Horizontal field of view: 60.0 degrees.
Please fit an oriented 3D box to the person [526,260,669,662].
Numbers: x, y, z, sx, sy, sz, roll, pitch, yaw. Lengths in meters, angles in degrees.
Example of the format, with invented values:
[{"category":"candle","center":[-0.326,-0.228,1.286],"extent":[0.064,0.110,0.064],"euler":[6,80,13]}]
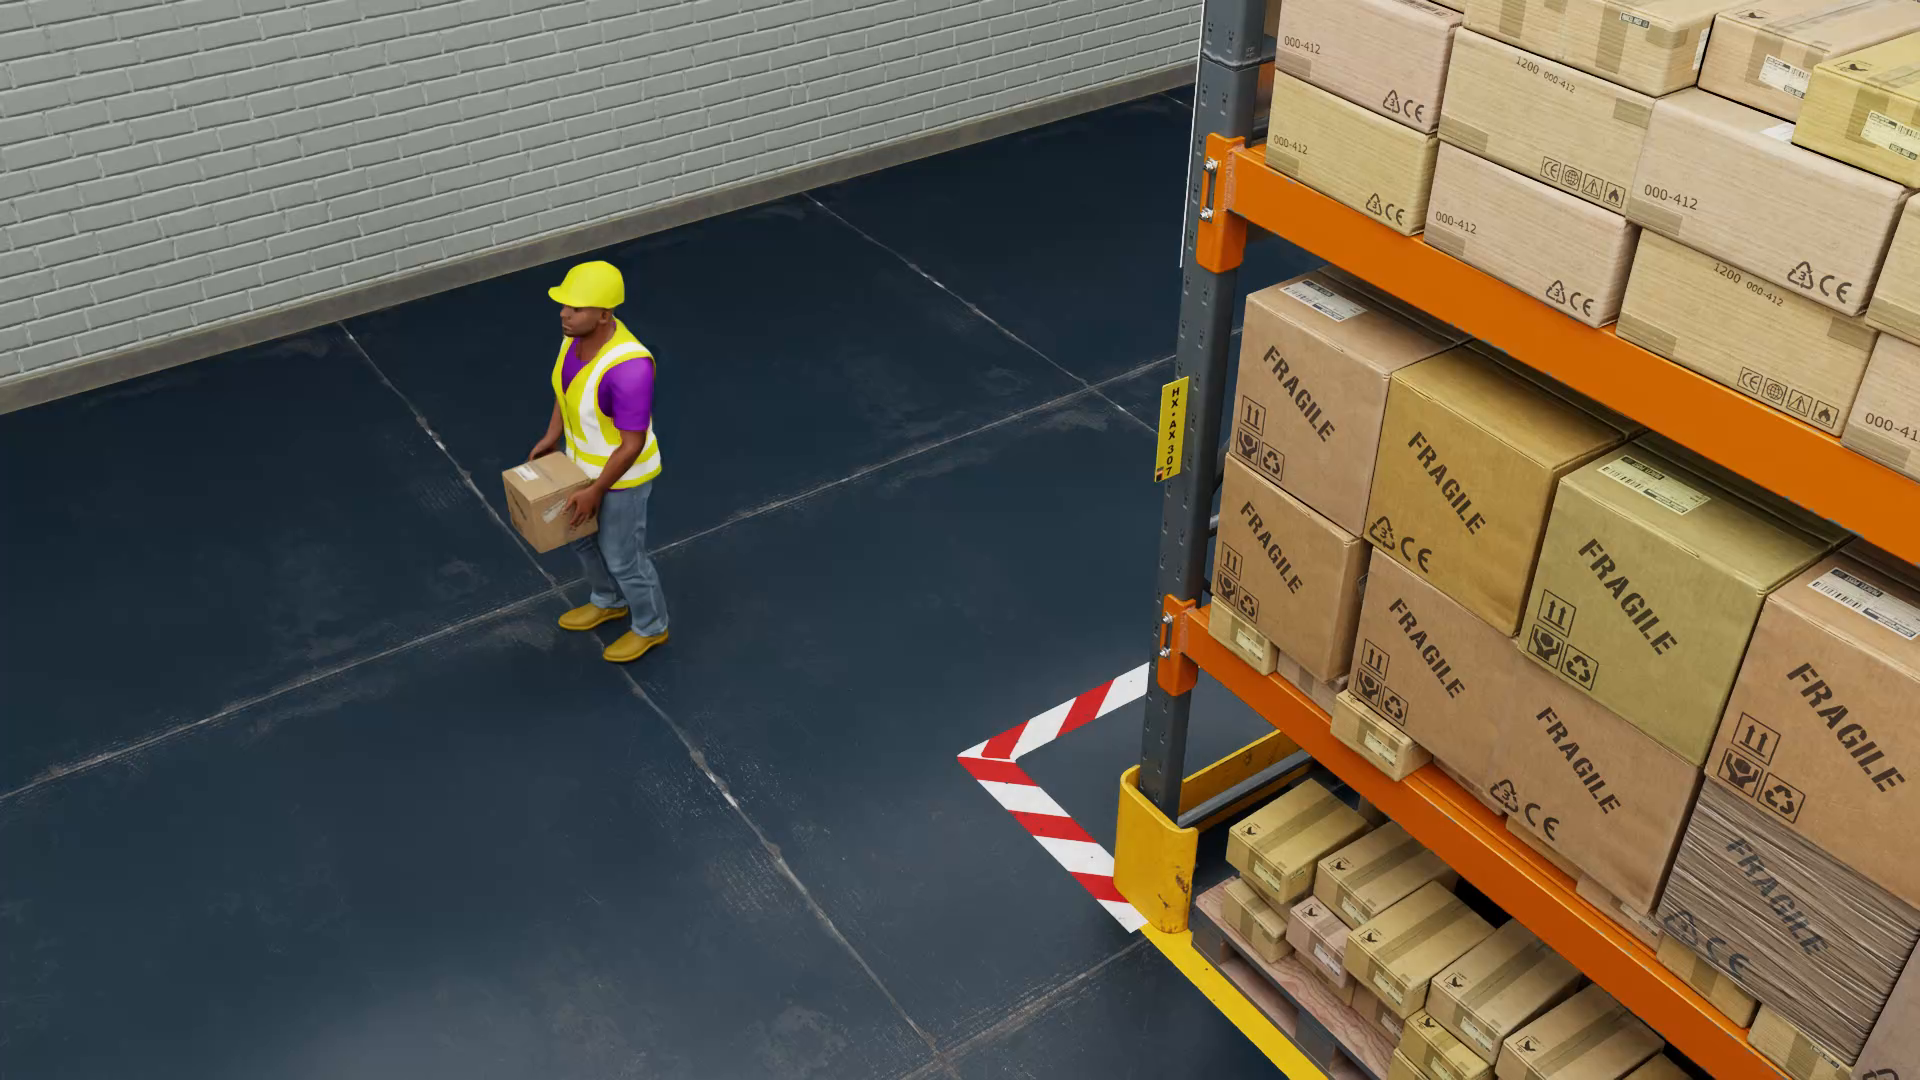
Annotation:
[{"category":"person","center":[-1.413,-0.273,6.505],"extent":[0.466,1.762,0.607],"euler":[-23,42,-28]}]
